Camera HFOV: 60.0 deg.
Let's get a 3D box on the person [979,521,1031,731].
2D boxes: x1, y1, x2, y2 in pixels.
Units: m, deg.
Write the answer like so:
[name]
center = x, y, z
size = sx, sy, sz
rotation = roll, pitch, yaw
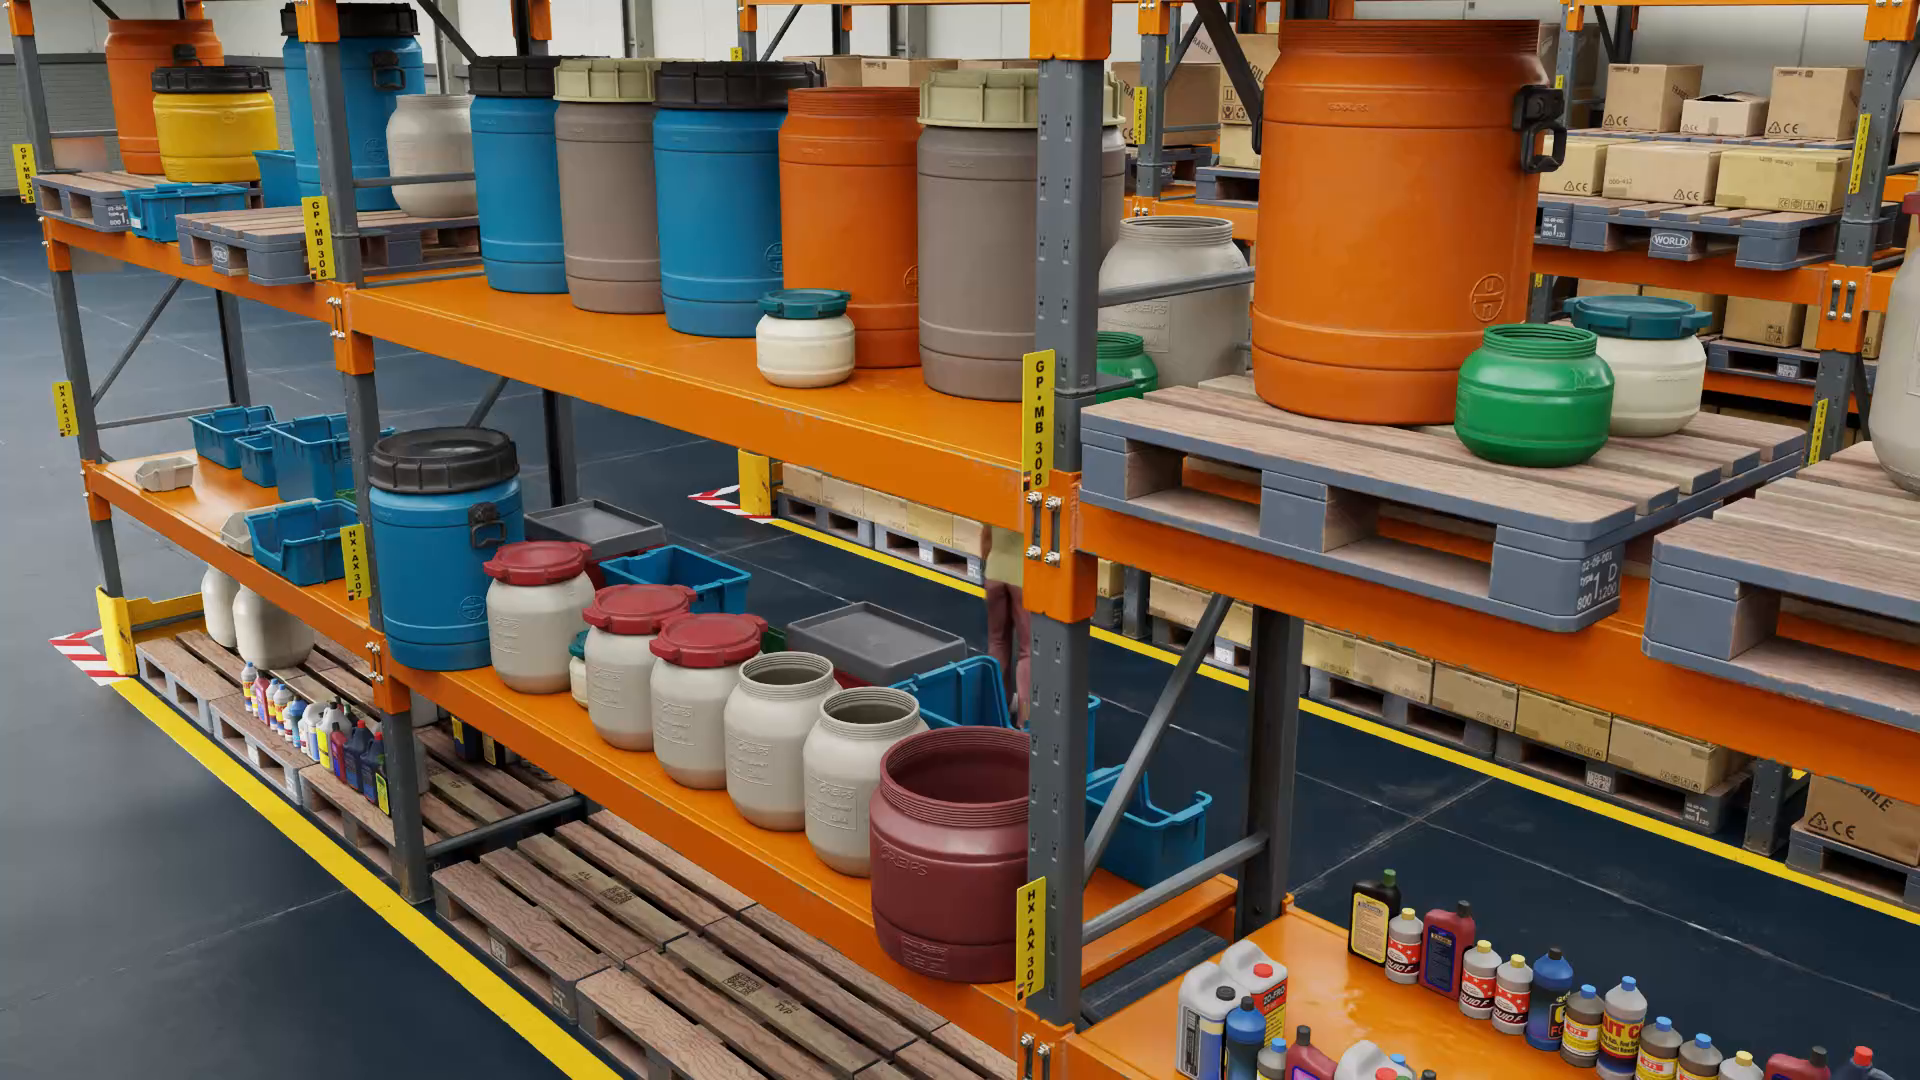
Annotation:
[person]
center = 0.362, 0.245, 9.184
size = 0.502, 1.680, 0.455
rotation = 8, 19, 24
